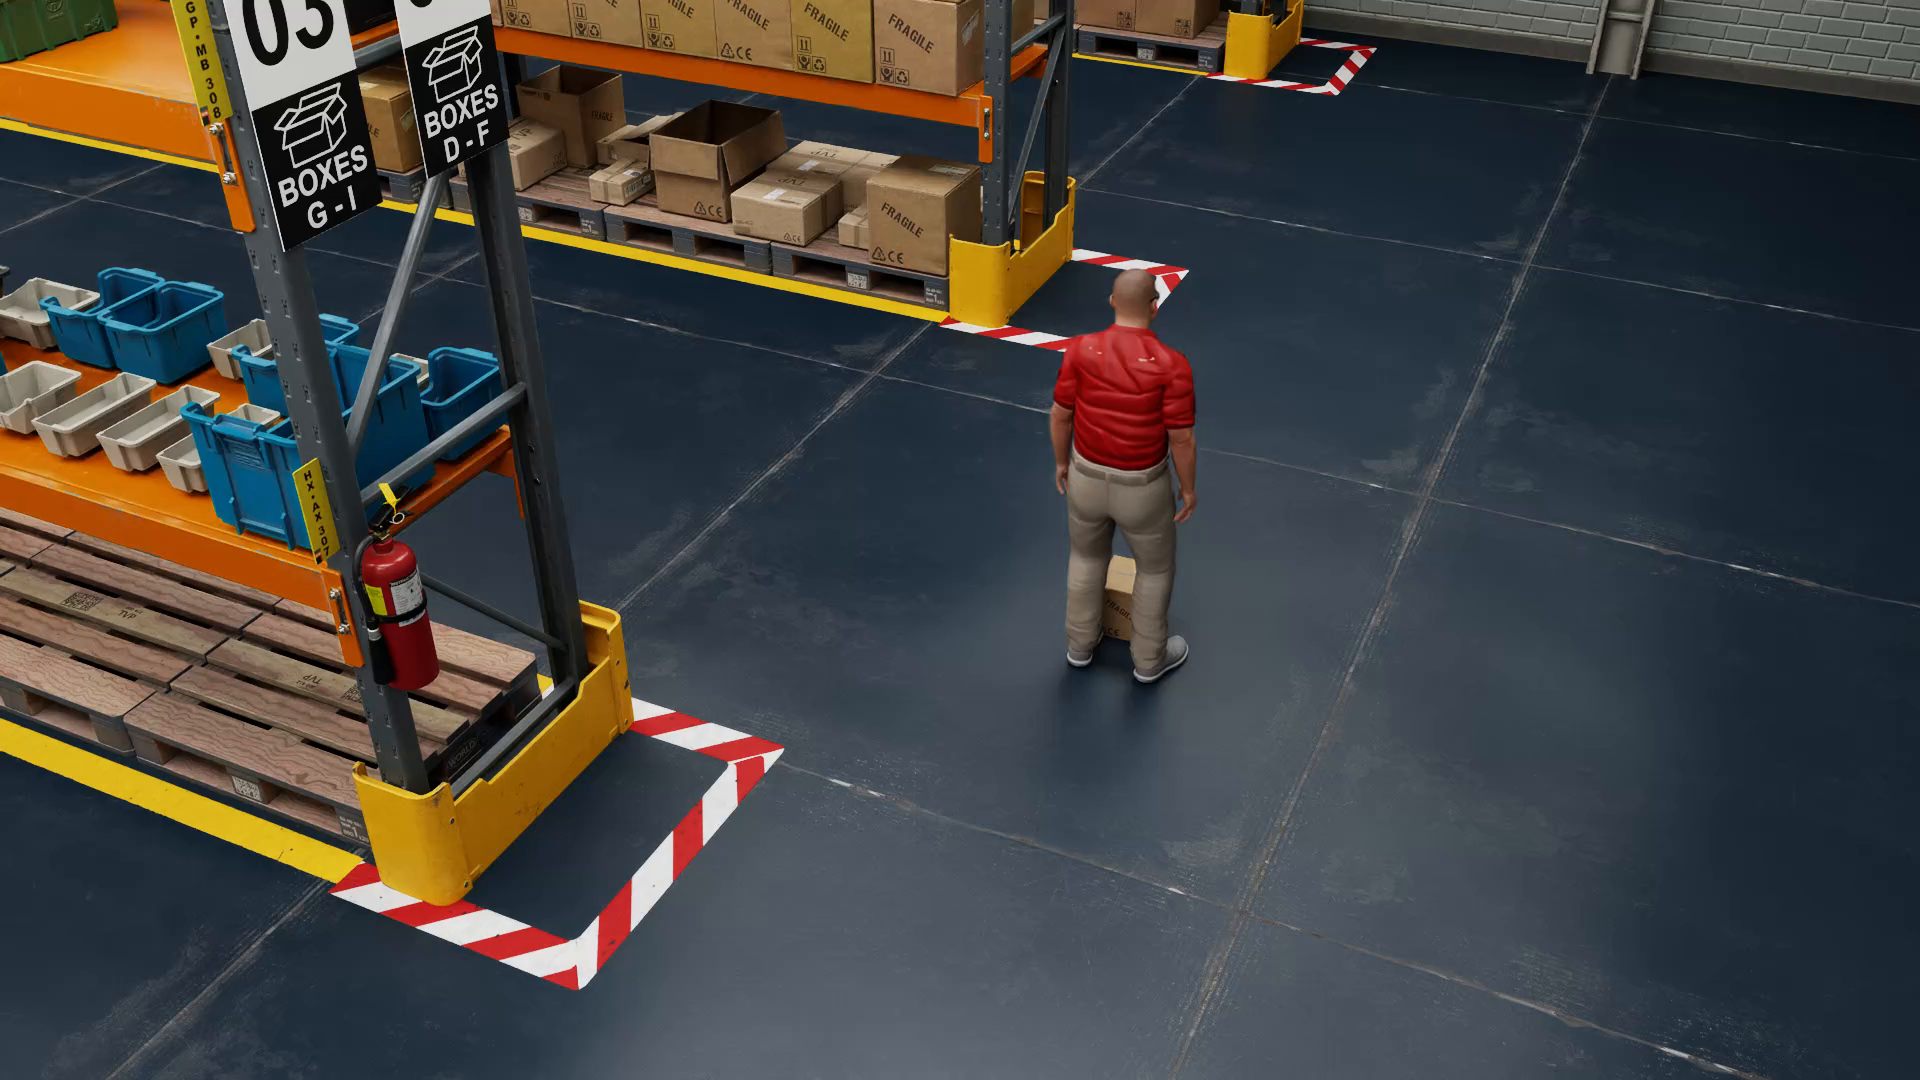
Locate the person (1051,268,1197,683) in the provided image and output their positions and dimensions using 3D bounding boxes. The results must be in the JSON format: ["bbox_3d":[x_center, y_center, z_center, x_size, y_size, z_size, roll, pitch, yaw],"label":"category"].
[{"bbox_3d":[0.638,-0.231,6.503,0.586,1.727,0.390,14,36,20],"label":"person"}]
